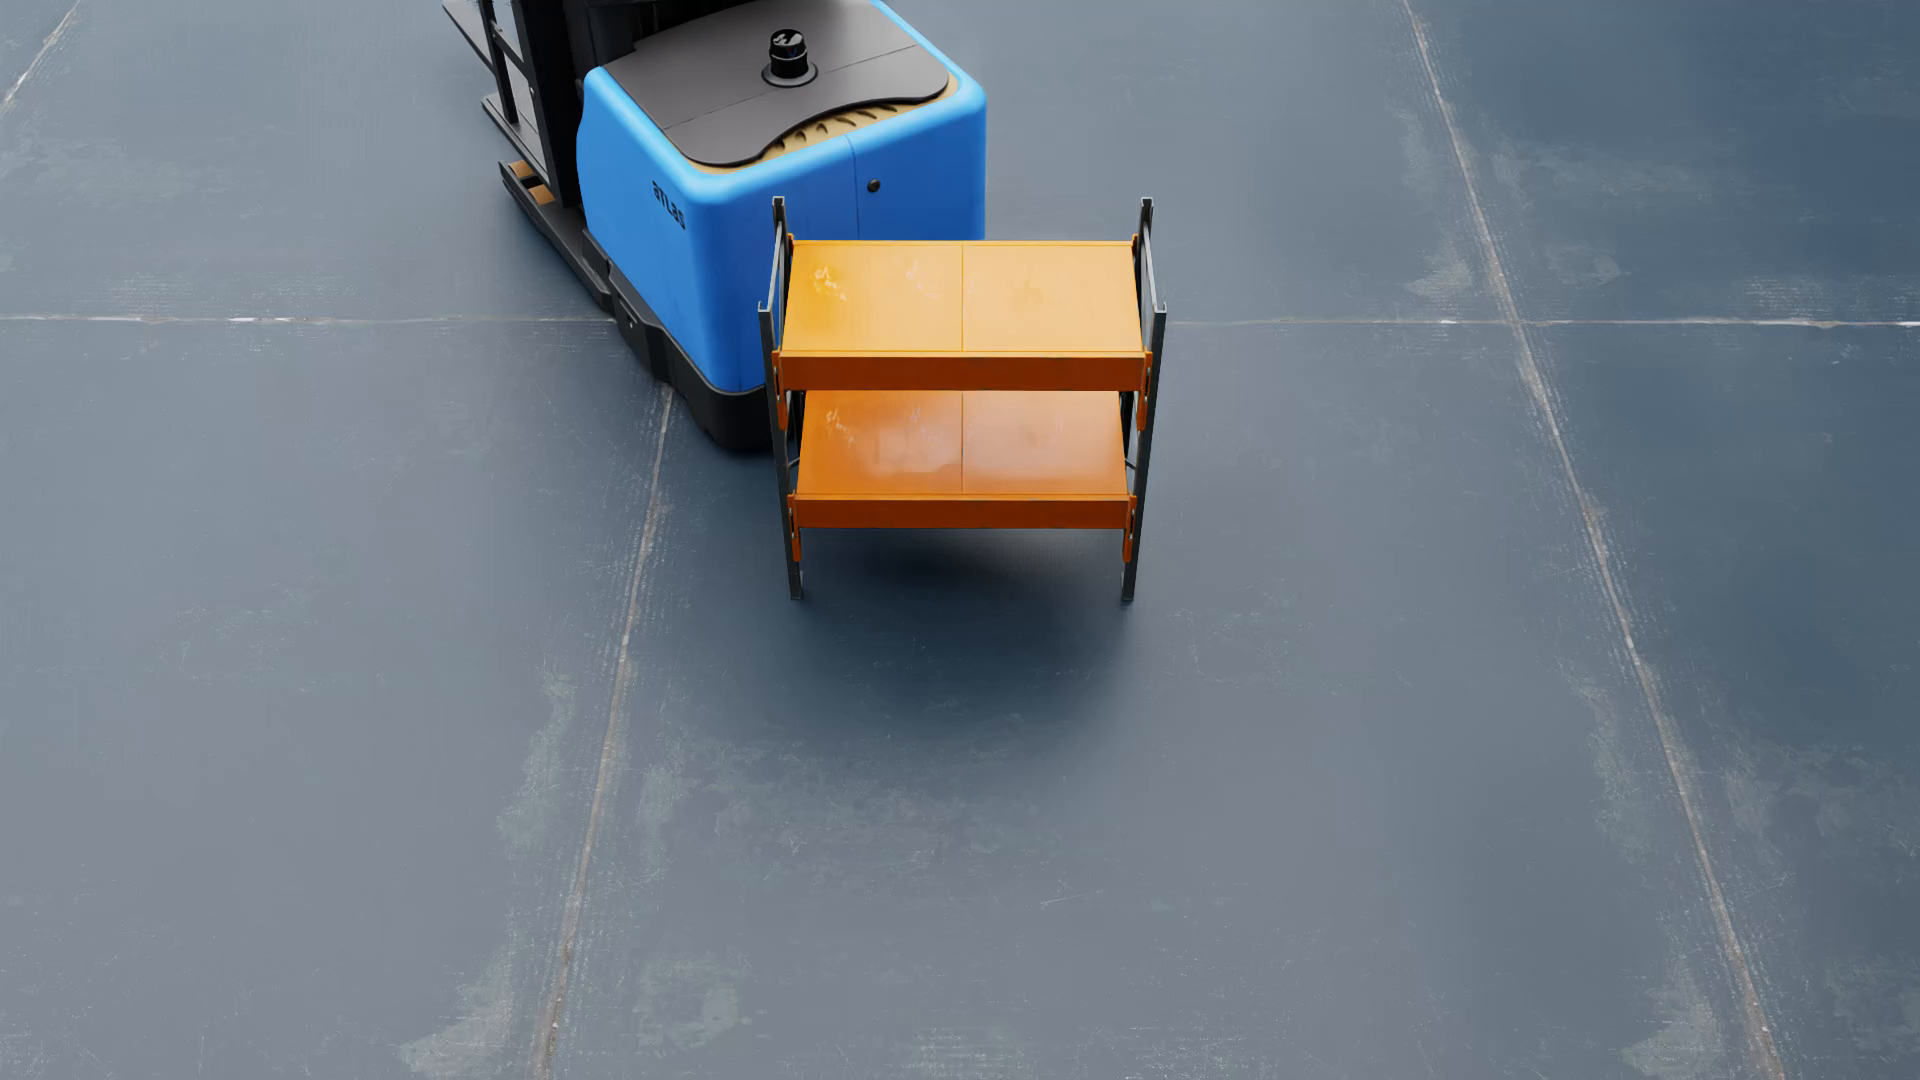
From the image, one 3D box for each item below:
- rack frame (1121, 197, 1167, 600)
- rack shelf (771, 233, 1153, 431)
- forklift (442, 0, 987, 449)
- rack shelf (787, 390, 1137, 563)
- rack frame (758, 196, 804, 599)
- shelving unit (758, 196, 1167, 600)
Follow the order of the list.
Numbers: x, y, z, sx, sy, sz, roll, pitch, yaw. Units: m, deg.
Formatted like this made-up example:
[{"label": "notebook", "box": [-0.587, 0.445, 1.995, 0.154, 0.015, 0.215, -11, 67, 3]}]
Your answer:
[{"label": "rack frame", "box": [0.515, -0.382, 4.837, 0.032, 1.125, 0.500, 0, 47, 0]}, {"label": "rack shelf", "box": [0.007, -0.583, 4.624, 1.000, 0.278, 0.538, 0, 47, 0]}, {"label": "forklift", "box": [-1.117, -2.356, 5.440, 1.130, 2.935, 3.031, -25, 52, -21]}, {"label": "rack shelf", "box": [0.007, -0.217, 5.017, 1.000, 0.278, 0.538, 0, 47, 0]}, {"label": "rack frame", "box": [-0.502, -0.385, 4.840, 0.032, 1.125, 0.500, 0, 47, 0]}, {"label": "shelving unit", "box": [0.007, -0.383, 4.838, 1.048, 1.125, 0.538, 0, 47, 0]}]
